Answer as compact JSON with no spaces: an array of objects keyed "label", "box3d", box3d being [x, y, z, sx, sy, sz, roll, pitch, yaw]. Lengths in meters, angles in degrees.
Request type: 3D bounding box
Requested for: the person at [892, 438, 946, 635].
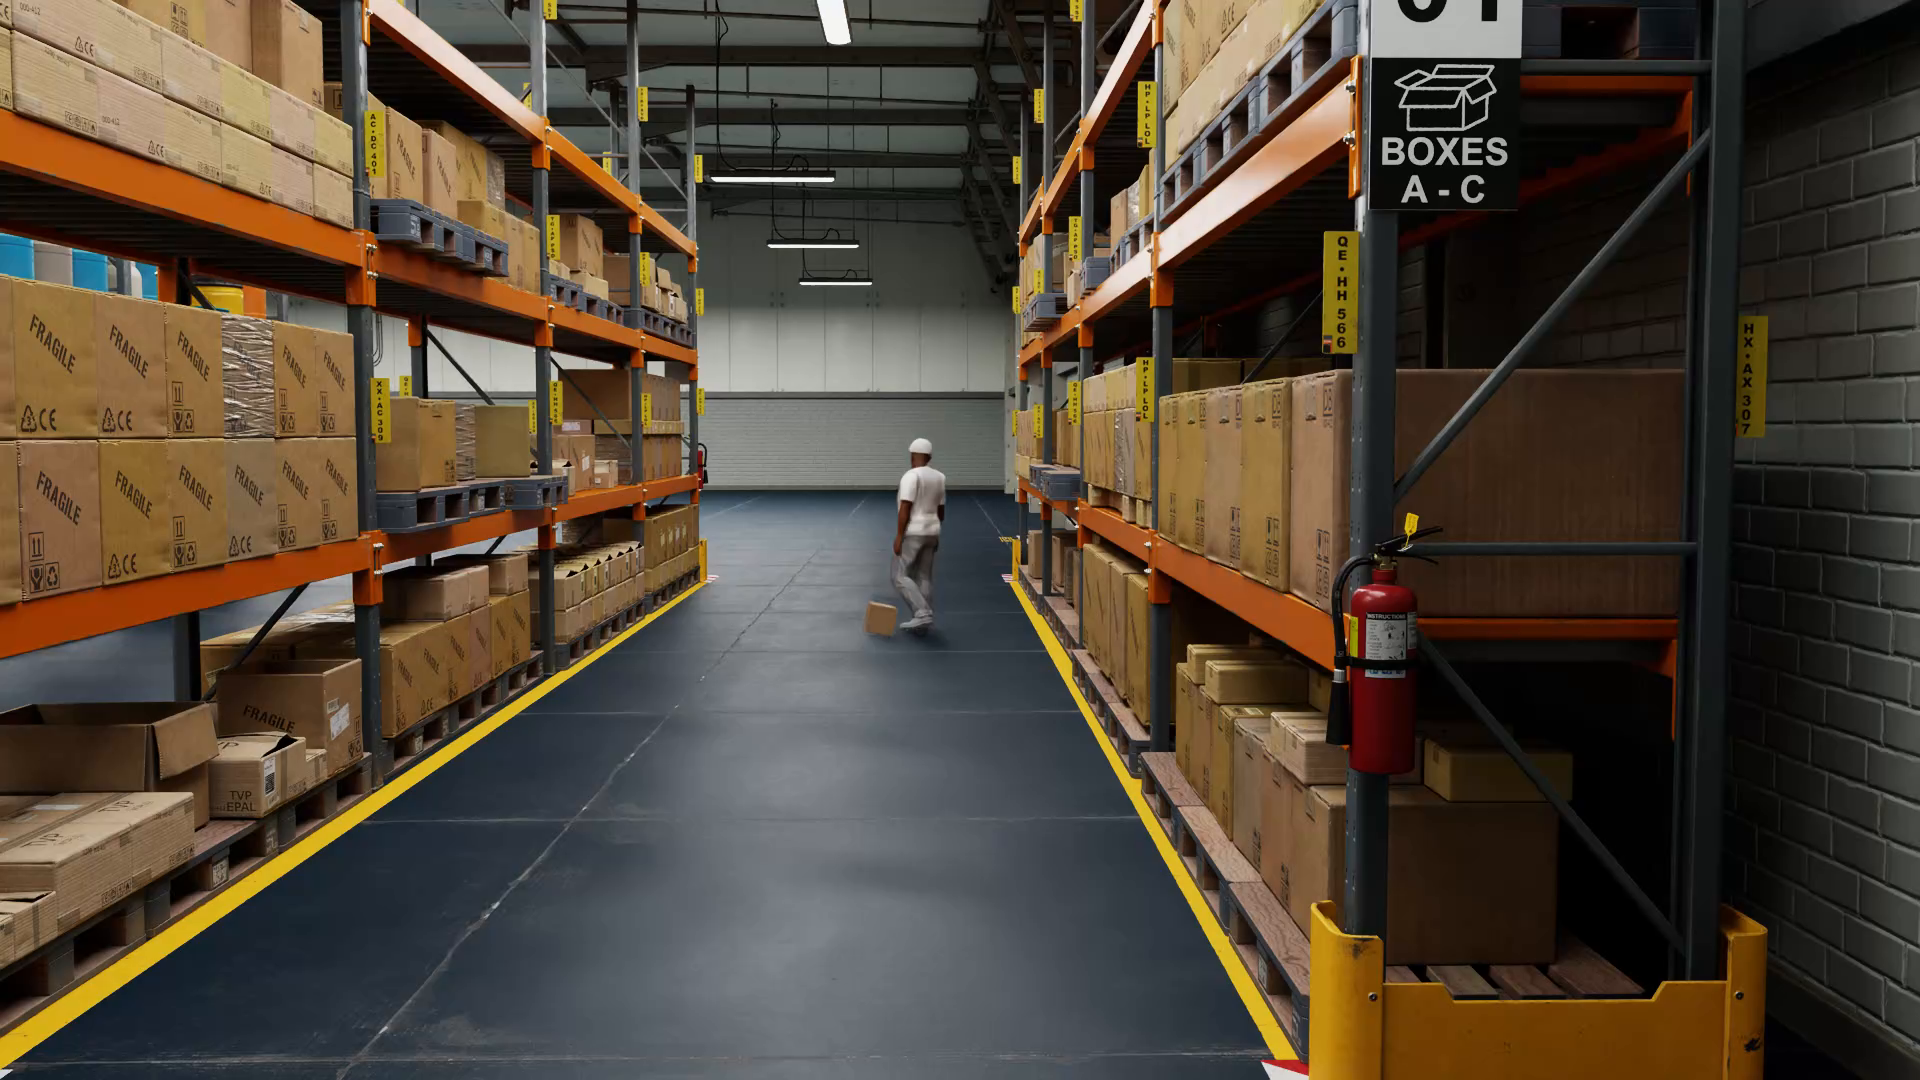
[{"label":"person","box3d":[-0.345,-0.030,14.970,0.461,1.766,0.653,3,5,40]}]
